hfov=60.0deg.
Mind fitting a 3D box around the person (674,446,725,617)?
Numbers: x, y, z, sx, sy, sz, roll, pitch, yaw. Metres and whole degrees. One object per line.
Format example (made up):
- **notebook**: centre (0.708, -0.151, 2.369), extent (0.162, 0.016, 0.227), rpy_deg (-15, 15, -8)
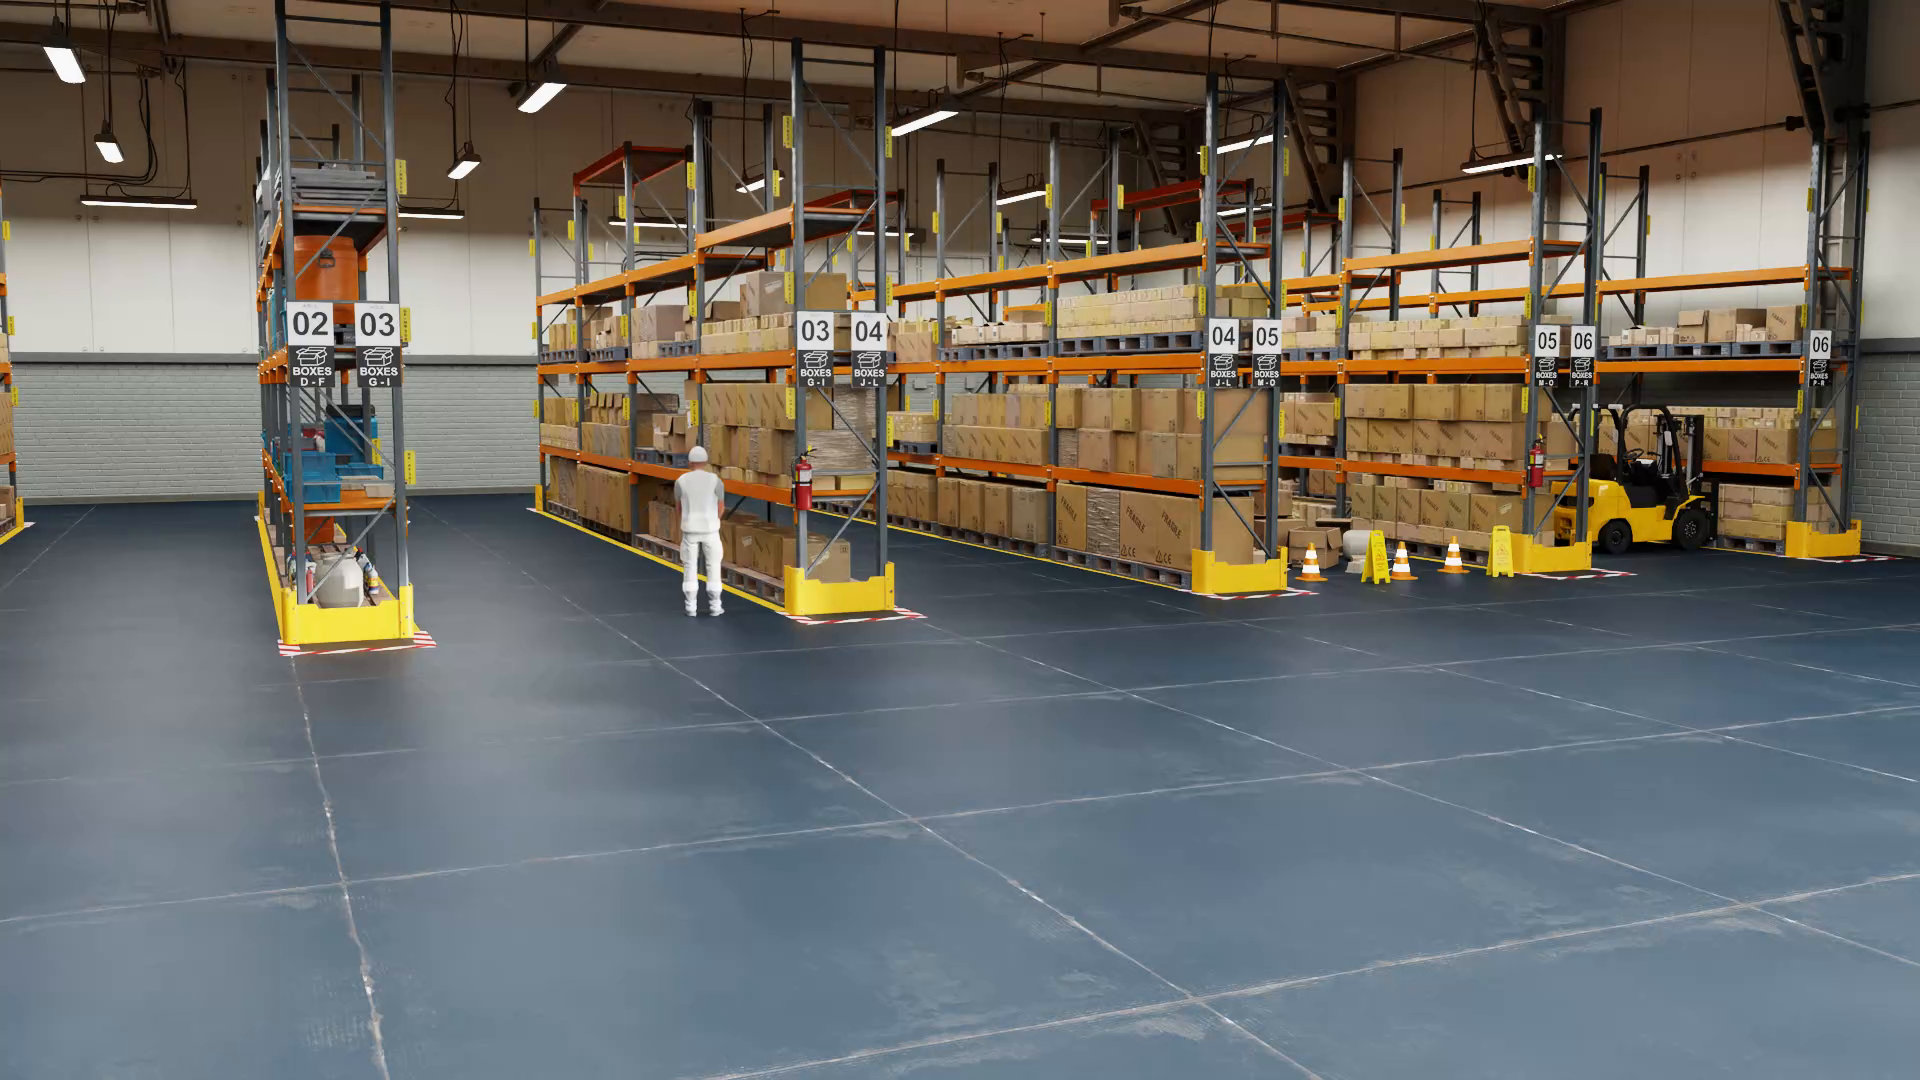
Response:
- **person**: centre (-2.748, -0.101, 17.623), extent (0.526, 1.794, 0.520), rpy_deg (0, 5, -3)
